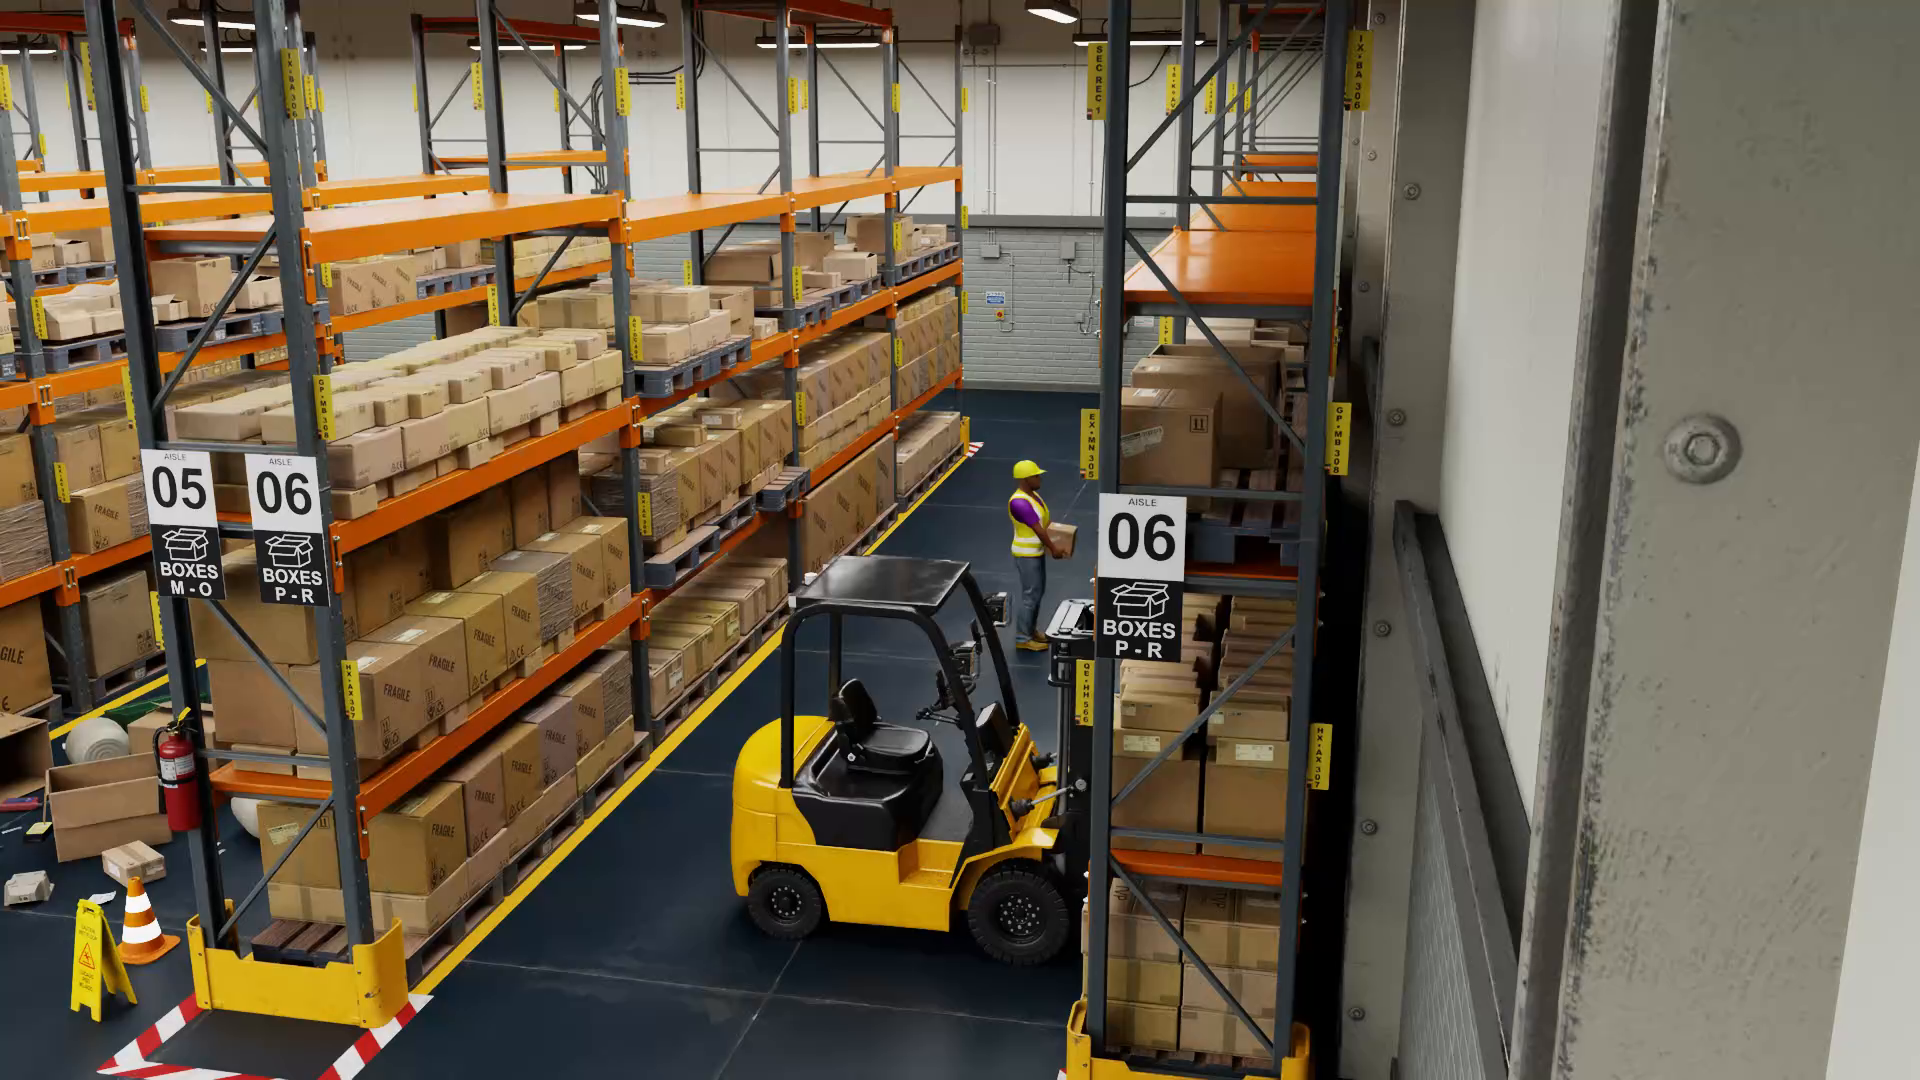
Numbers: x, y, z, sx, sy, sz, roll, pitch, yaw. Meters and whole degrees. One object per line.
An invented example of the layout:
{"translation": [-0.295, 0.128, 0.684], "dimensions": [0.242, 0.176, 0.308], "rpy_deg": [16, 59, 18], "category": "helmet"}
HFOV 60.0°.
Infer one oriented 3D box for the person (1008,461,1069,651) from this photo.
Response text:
{"translation": [0.753, 0.134, 15.456], "dimensions": [0.574, 1.760, 0.504], "rpy_deg": [3, 15, 12], "category": "person"}
